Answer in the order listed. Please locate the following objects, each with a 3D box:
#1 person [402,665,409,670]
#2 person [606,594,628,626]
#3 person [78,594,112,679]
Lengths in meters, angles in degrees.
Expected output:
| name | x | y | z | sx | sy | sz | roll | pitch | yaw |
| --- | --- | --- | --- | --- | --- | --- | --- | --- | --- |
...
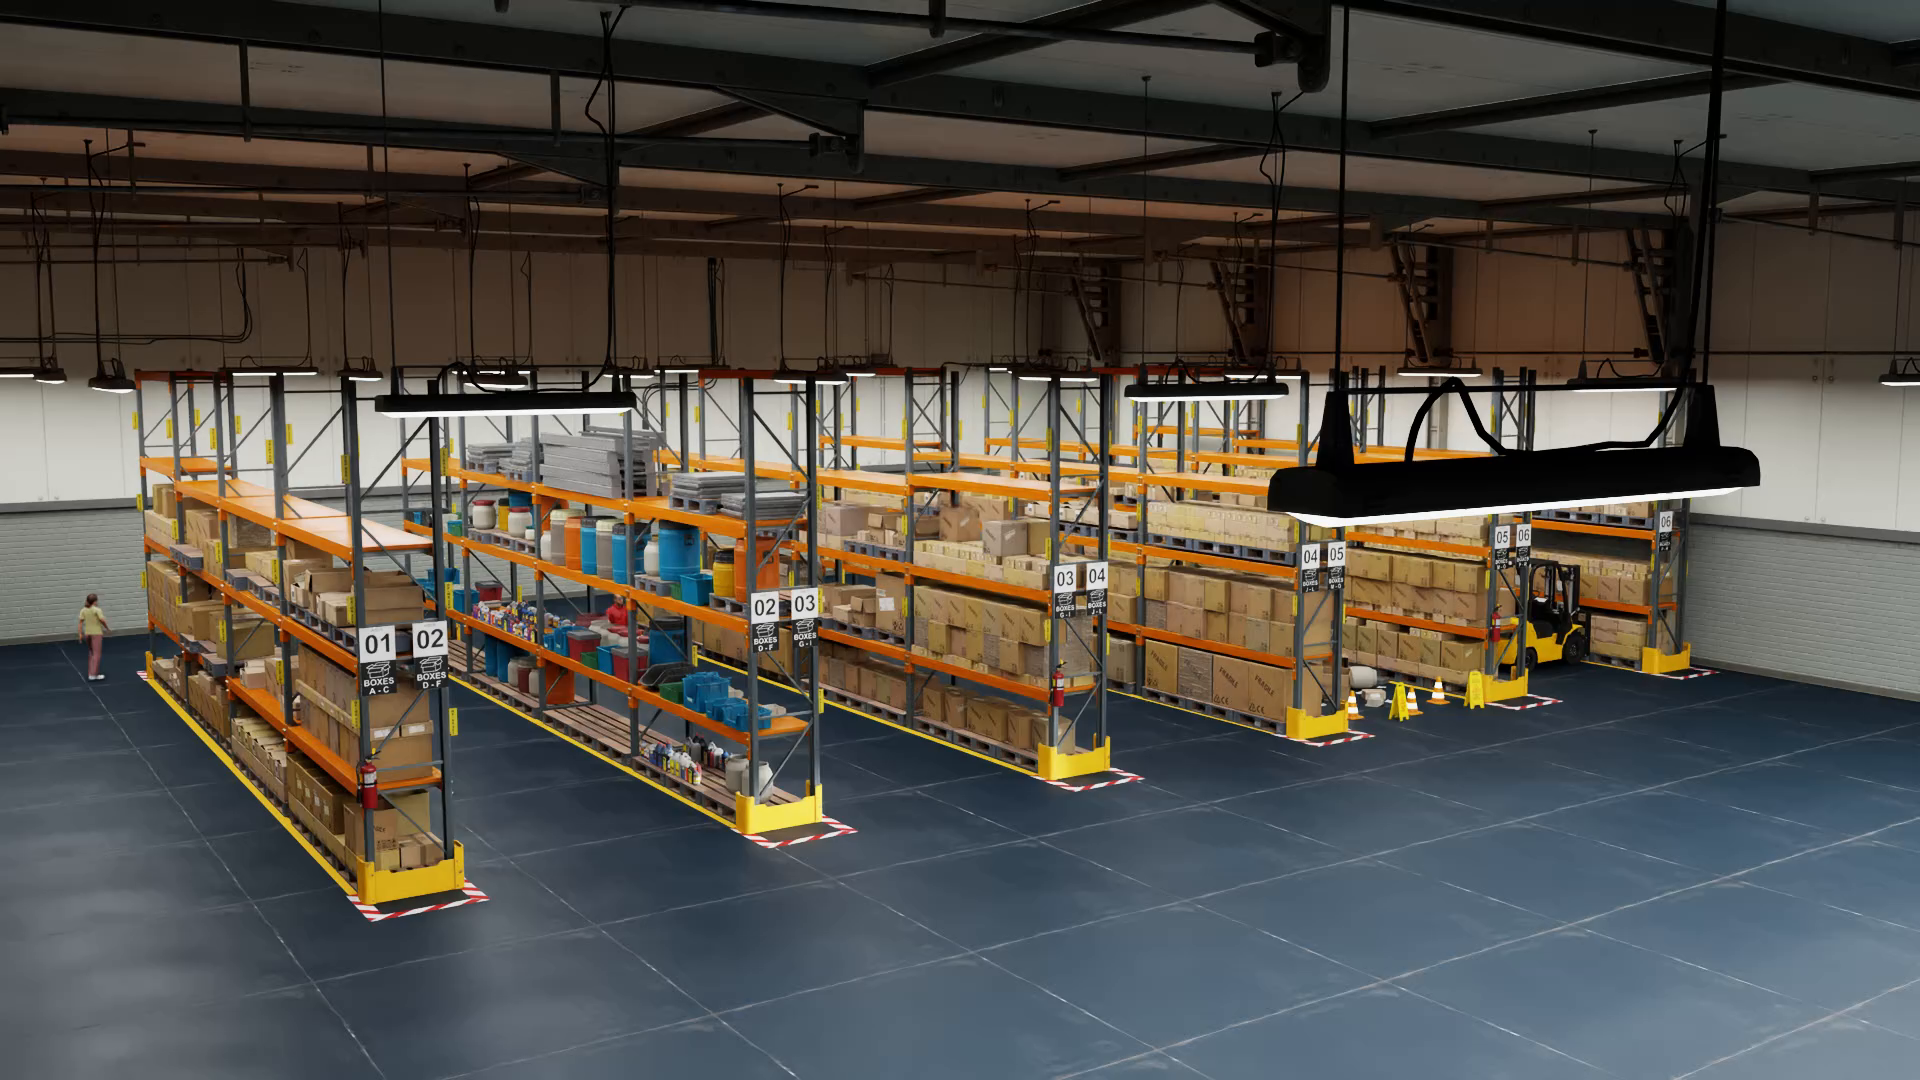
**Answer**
| name | x | y | z | sx | sy | sz | roll | pitch | yaw |
| --- | --- | --- | --- | --- | --- | --- | --- | --- | --- |
| person | -9.018 | 2.455 | 26.501 | 0.663 | 1.738 | 1.025 | -6 | 9 | -42 |
| person | -6.609 | 1.858 | 32.221 | 0.568 | 1.663 | 1.099 | -5 | 8 | -37 |
| person | -16.863 | 1.863 | 32.320 | 0.547 | 1.643 | 0.667 | 1 | 7 | 9 |
